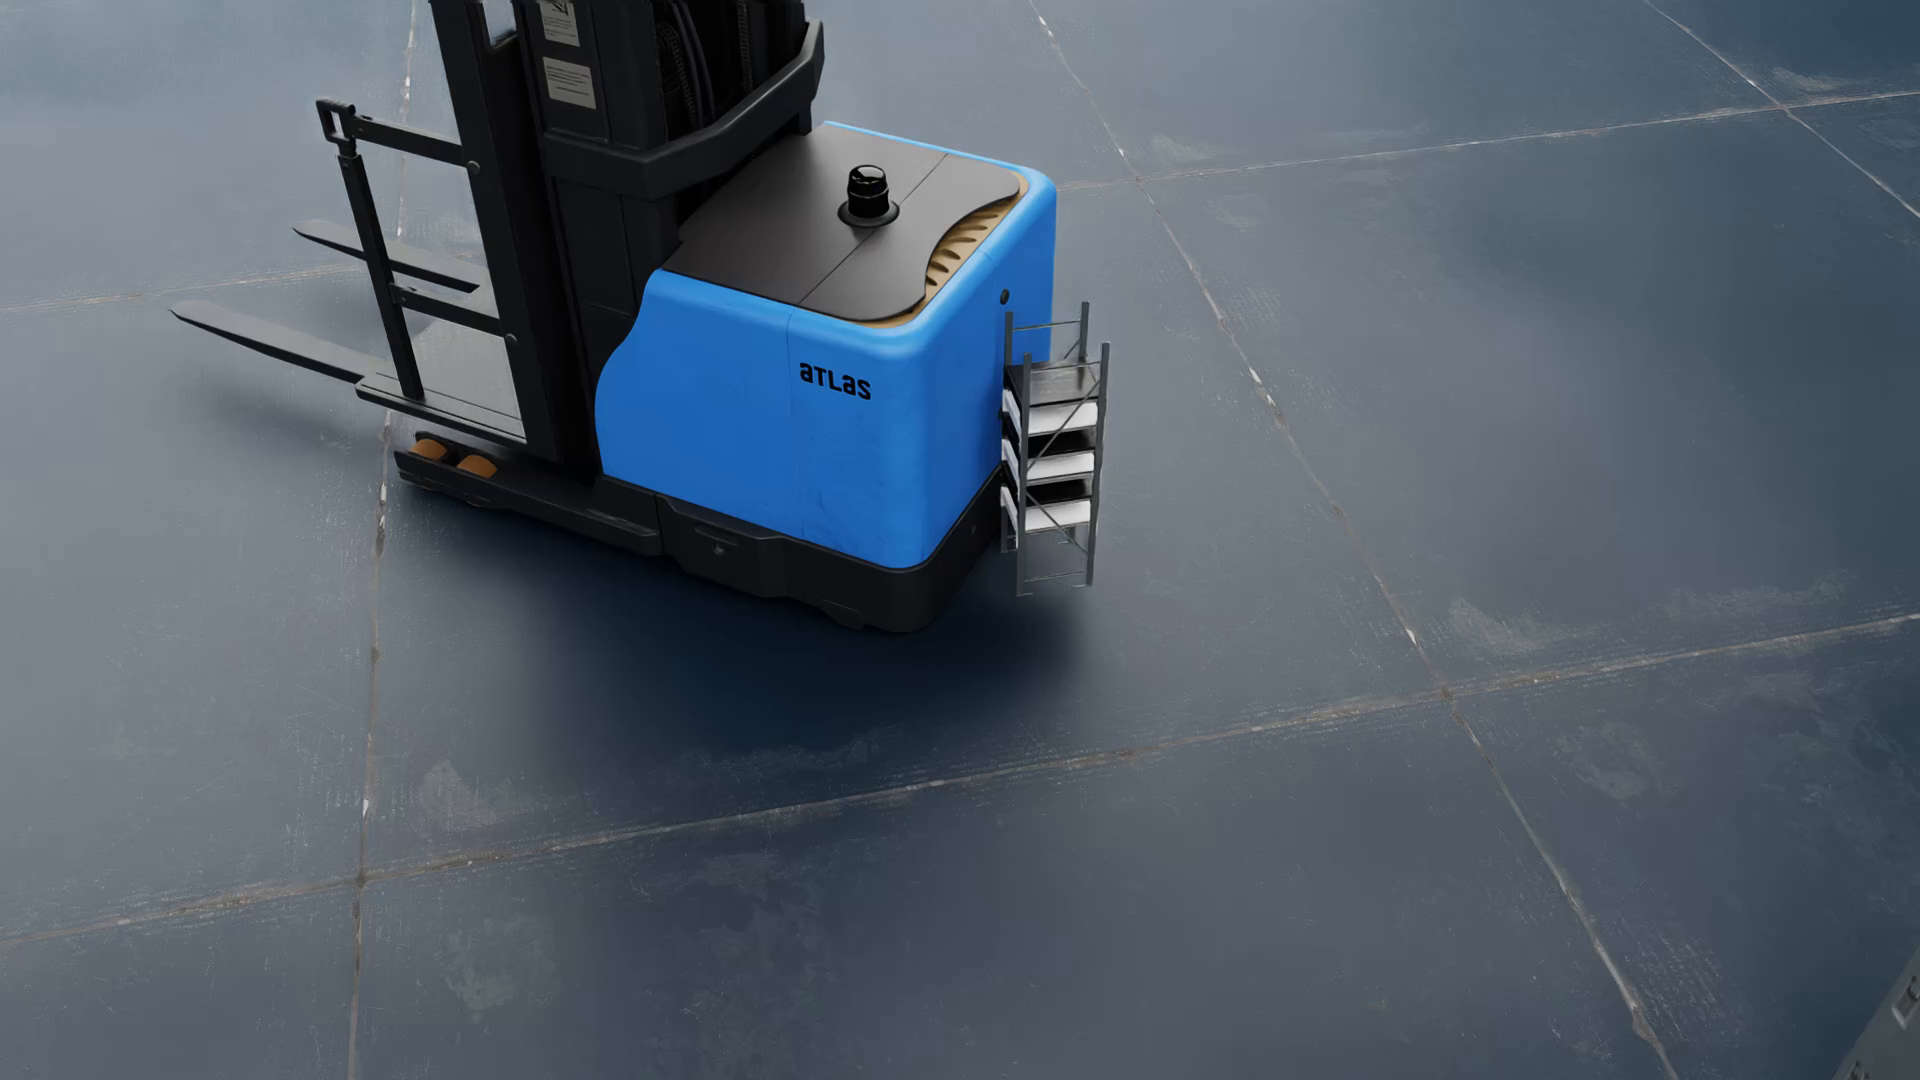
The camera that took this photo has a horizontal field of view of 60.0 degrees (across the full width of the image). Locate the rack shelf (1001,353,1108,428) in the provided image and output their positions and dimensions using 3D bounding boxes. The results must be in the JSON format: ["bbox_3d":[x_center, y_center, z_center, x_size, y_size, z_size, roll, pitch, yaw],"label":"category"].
[{"bbox_3d":[0.266,-0.424,4.693,0.258,0.077,0.200,-8,42,-9],"label":"rack shelf"}]

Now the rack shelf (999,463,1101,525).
[{"bbox_3d":[0.265,-0.155,4.932,0.258,0.077,0.200,-8,42,-9],"label":"rack shelf"}]

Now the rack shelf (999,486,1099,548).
[{"bbox_3d":[0.265,-0.087,4.992,0.258,0.077,0.200,-8,42,-9],"label":"rack shelf"}]

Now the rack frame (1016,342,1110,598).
[{"bbox_3d":[0.288,-0.181,4.776,0.240,0.900,0.006,-8,42,-9],"label":"rack frame"}]

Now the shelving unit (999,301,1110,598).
[{"bbox_3d":[0.265,-0.247,4.850,0.258,0.900,0.210,-8,42,-9],"label":"shelving unit"}]

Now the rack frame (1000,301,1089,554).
[{"bbox_3d":[0.243,-0.313,4.924,0.240,0.900,0.006,-8,42,-9],"label":"rack frame"}]

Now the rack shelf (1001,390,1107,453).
[{"bbox_3d":[0.266,-0.356,4.753,0.258,0.077,0.200,-8,42,-9],"label":"rack shelf"}]

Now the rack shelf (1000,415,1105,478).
[{"bbox_3d":[0.265,-0.289,4.812,0.258,0.077,0.200,-8,42,-9],"label":"rack shelf"}]

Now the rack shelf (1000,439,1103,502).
[{"bbox_3d":[0.265,-0.222,4.872,0.258,0.077,0.200,-8,42,-9],"label":"rack shelf"}]

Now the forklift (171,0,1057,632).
[{"bbox_3d":[-1.259,-1.499,4.731,3.031,2.935,1.130,18,45,19],"label":"forklift"}]
